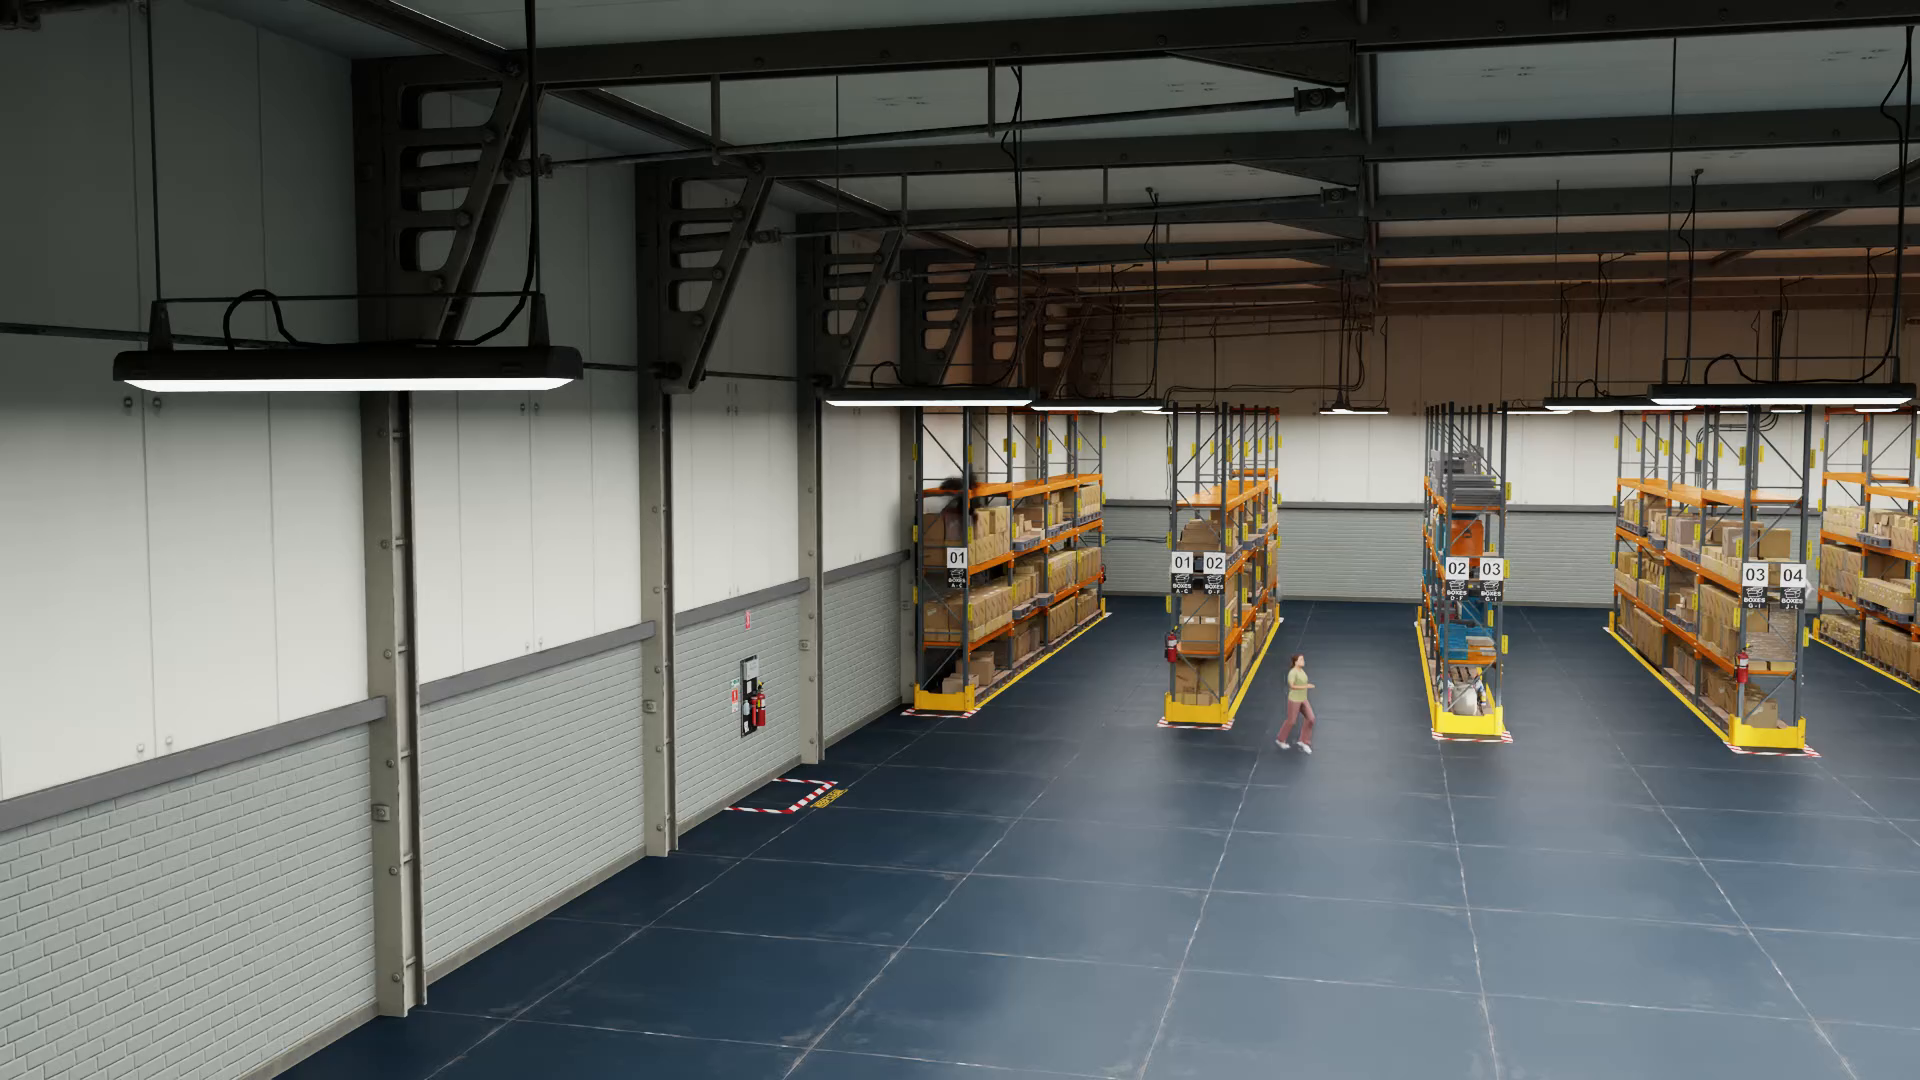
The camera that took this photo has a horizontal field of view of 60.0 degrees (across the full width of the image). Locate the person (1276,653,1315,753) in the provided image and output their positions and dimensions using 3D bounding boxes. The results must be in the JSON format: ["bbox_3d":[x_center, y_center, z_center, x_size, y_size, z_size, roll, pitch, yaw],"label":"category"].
[{"bbox_3d":[5.742,2.789,28.426,0.742,1.735,0.576,4,6,44],"label":"person"}]

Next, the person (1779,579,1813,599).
[{"bbox_3d":[22.055,1.627,43.958,0.722,1.774,0.775,-1,4,-17],"label":"person"}]

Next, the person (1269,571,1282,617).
[{"bbox_3d":[8.995,1.378,47.902,0.556,1.649,0.615,4,6,42],"label":"person"}]
